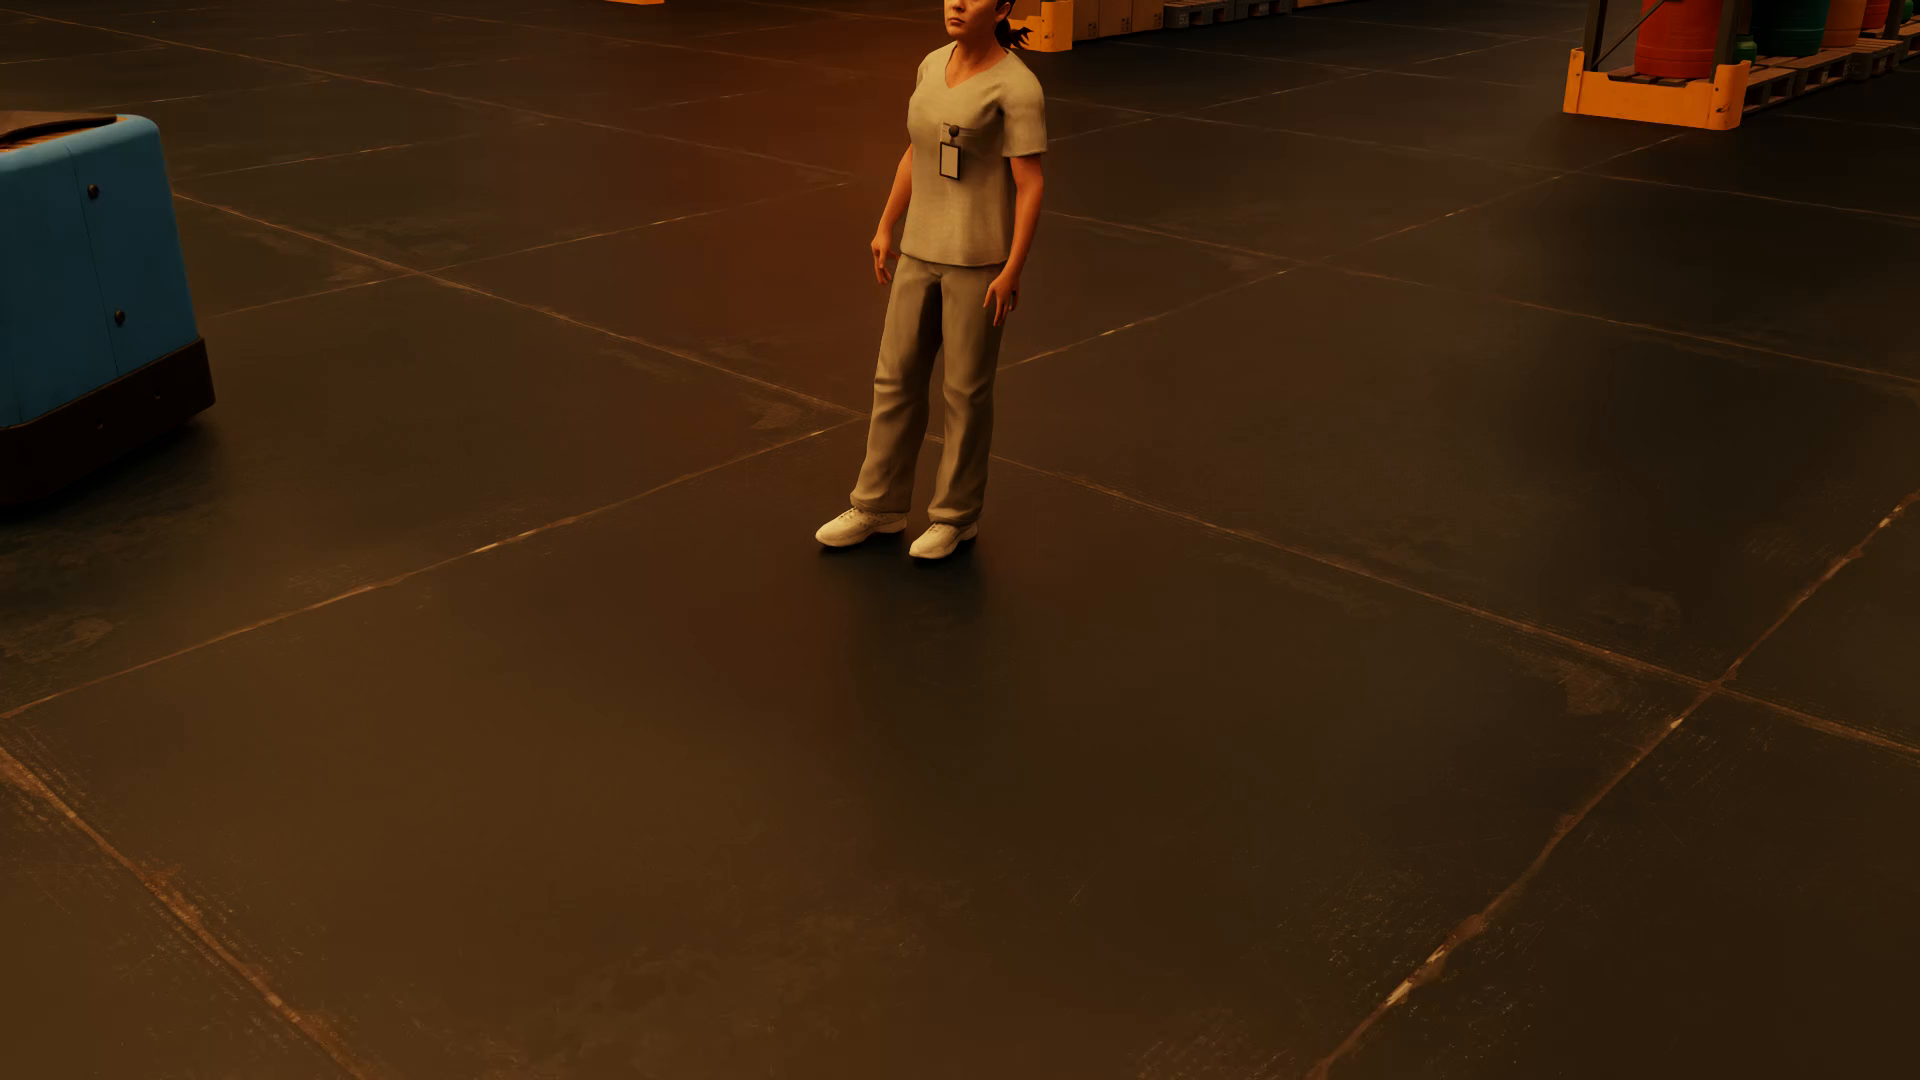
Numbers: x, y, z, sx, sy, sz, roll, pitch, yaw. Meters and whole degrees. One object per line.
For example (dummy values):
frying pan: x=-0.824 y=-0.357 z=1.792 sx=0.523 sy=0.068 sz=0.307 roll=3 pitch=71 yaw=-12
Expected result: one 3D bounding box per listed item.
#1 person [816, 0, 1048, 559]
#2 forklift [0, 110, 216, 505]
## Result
person: x=-0.060 y=-0.756 z=4.596 sx=0.549 sy=1.673 sz=0.548 roll=20 pitch=31 yaw=38
forklift: x=-4.210 y=-1.690 z=5.181 sx=3.031 sy=2.935 sz=1.130 roll=4 pitch=24 yaw=9
